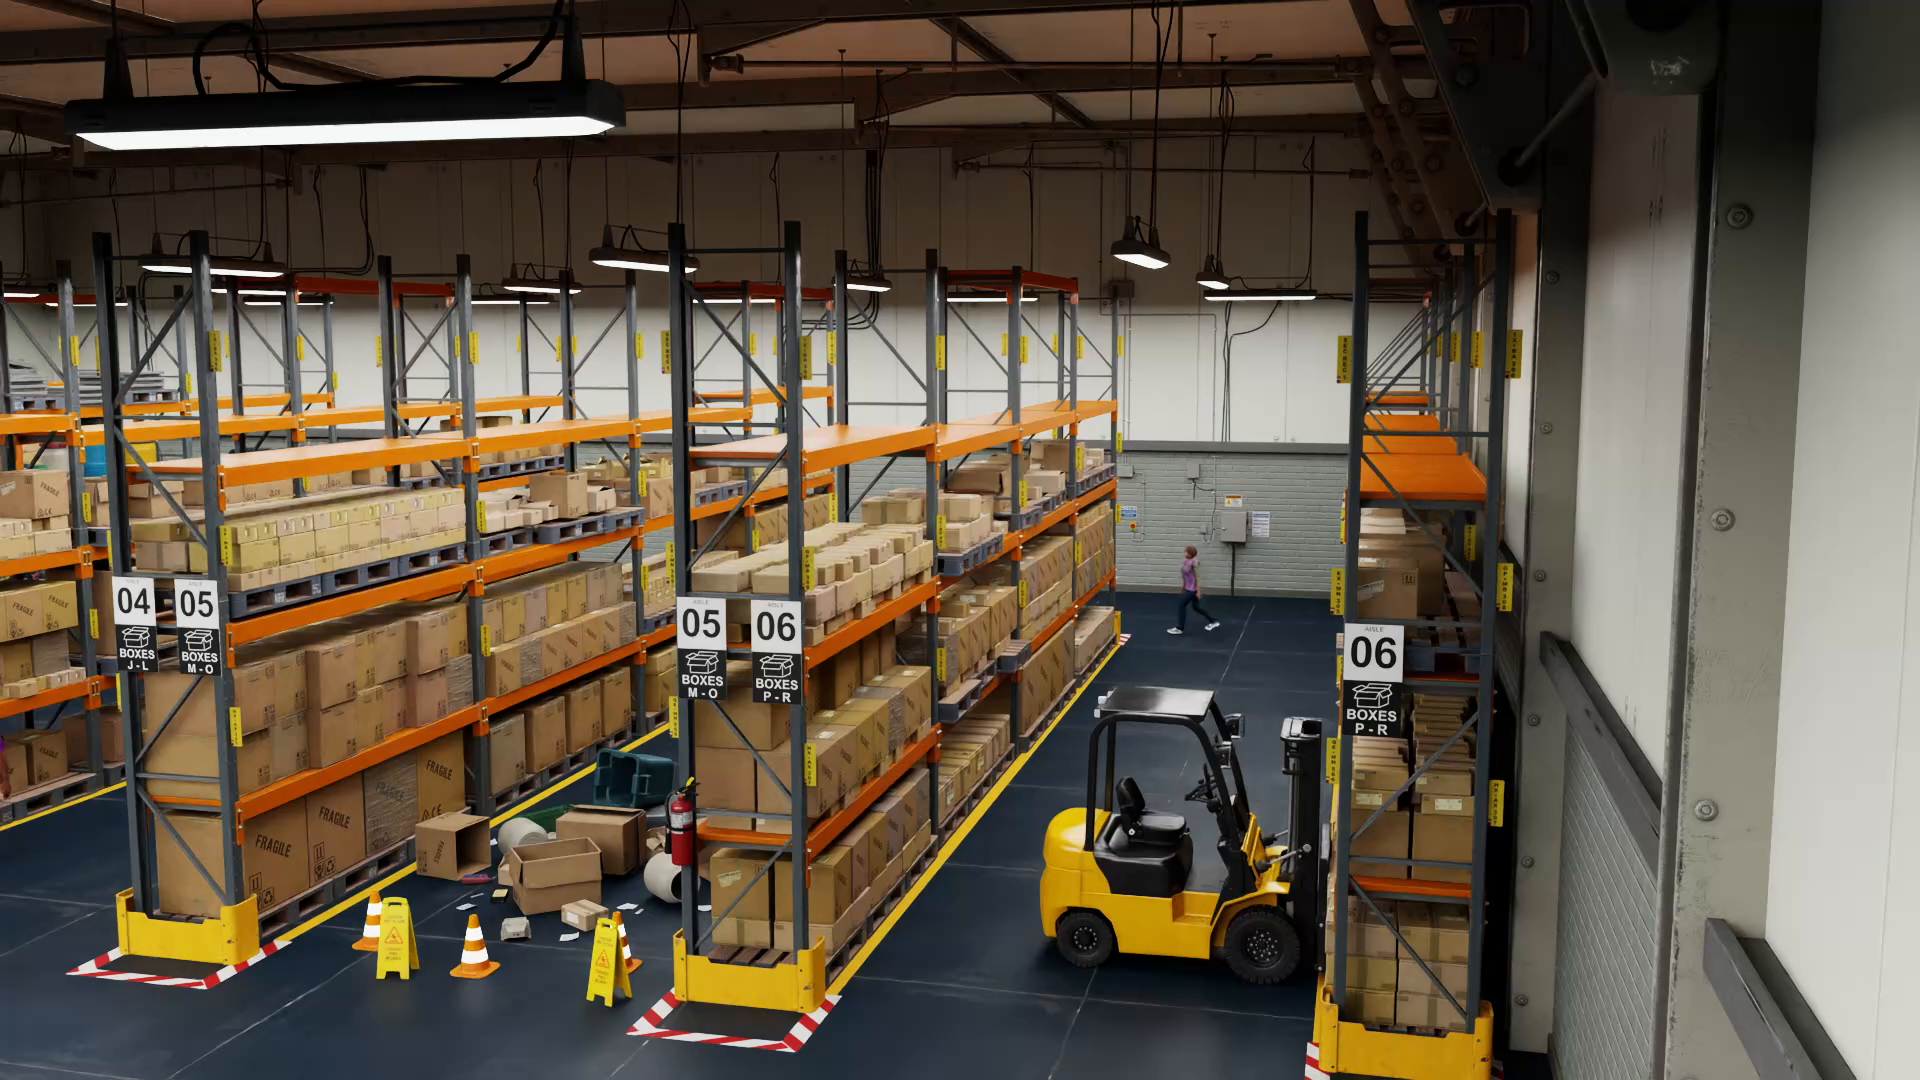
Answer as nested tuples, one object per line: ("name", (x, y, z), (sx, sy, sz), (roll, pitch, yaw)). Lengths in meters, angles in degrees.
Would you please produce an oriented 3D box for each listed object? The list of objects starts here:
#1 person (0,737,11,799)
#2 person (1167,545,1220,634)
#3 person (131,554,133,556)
("person", (-9.593, 2.352, 16.051), (0.584, 1.701, 1.023), (0, 7, -1))
("person", (4.075, 0.952, 28.958), (0.917, 1.359, 0.409), (1, 7, 7))
("person", (-14.365, 0.790, 28.880), (0.525, 1.716, 1.091), (4, 8, 29))
